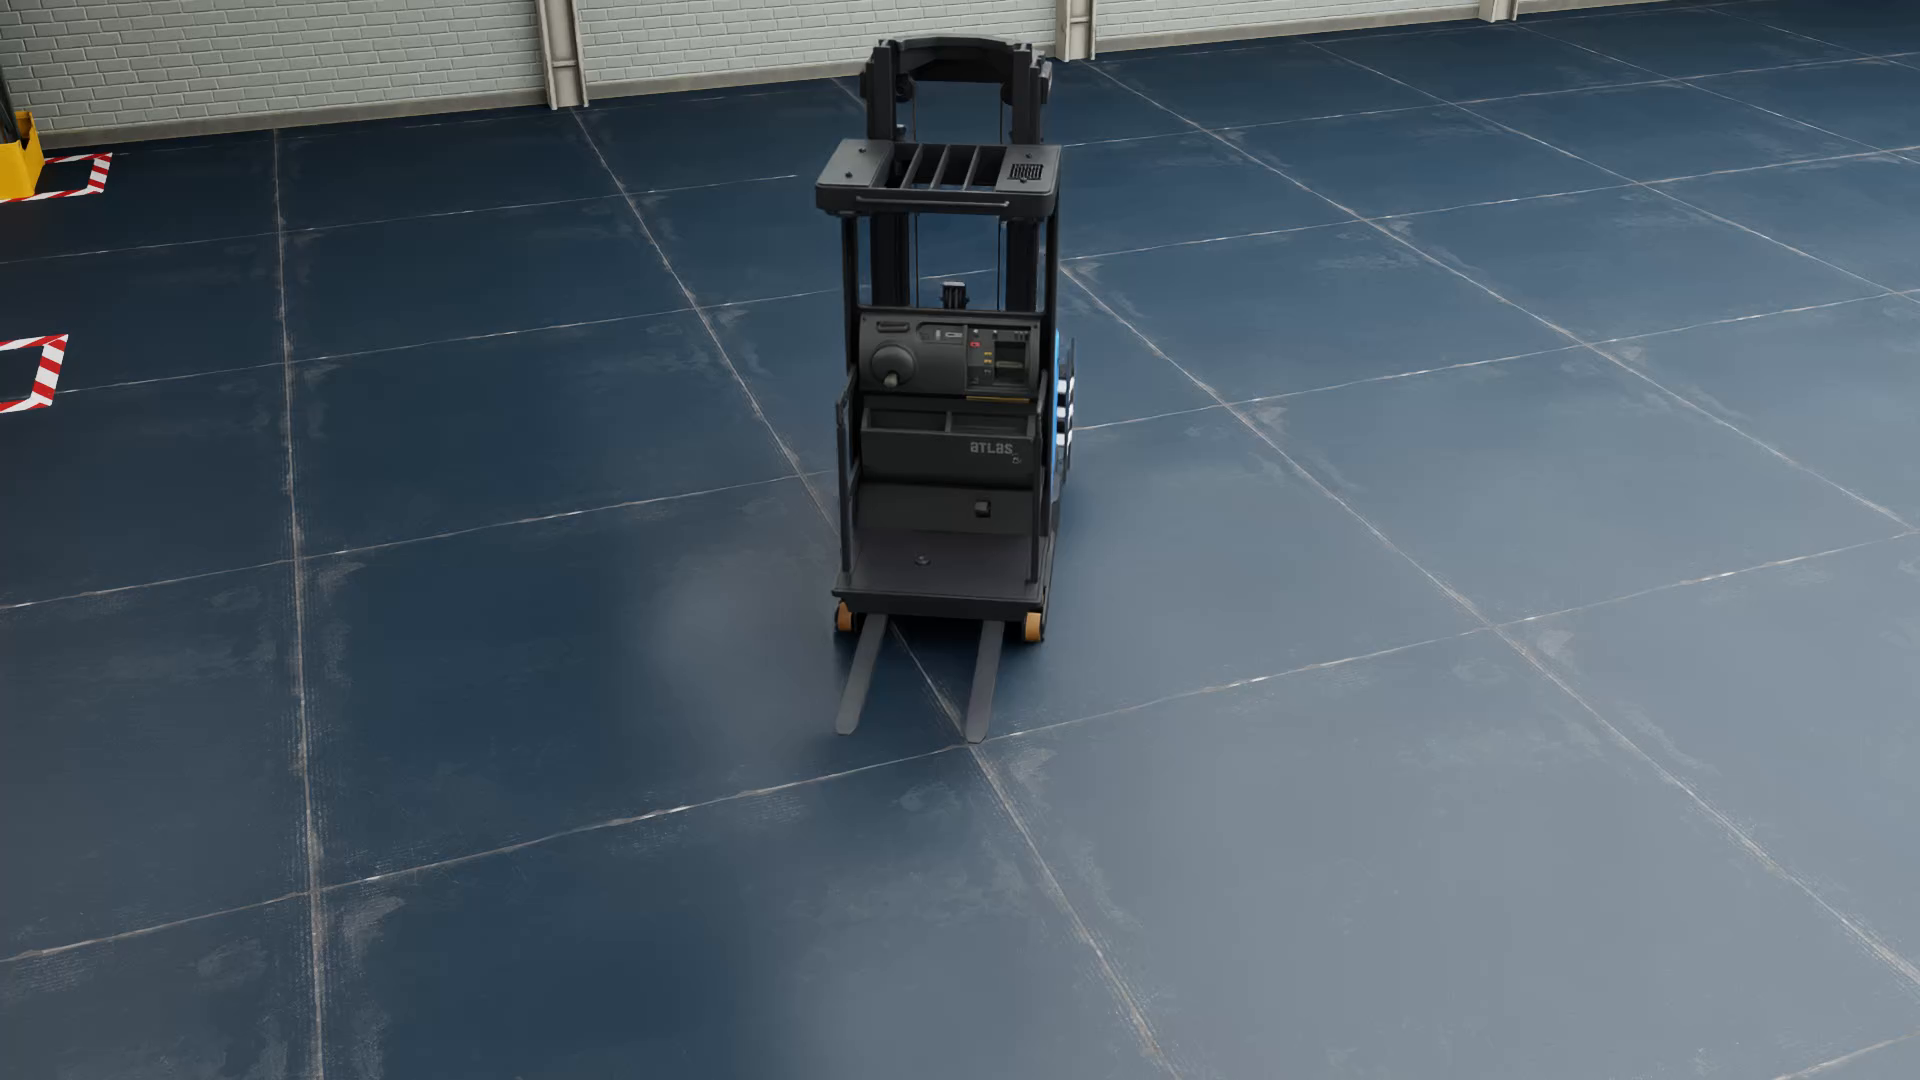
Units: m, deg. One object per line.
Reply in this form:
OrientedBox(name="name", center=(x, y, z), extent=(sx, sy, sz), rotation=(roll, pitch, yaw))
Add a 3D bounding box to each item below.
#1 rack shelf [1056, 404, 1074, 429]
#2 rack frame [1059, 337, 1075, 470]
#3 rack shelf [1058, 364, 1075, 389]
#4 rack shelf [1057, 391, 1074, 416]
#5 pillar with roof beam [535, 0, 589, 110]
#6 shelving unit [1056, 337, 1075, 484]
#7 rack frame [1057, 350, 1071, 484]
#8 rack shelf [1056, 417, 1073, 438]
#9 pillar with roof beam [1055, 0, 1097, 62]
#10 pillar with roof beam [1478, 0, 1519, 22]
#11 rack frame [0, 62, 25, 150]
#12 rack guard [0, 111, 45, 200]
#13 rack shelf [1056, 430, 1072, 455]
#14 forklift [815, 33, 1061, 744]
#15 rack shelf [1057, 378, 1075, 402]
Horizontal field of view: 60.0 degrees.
OrientedBox(name="rack shelf", center=(0.561, -0.771, 10.262), extent=(0.258, 0.077, 0.200), rotation=(5, 30, 9))
OrientedBox(name="rack frame", center=(0.579, -0.850, 10.332), extent=(0.240, 0.900, 0.006), rotation=(5, 30, 9))
OrientedBox(name="rack shelf", center=(0.561, -1.006, 10.128), extent=(0.258, 0.077, 0.200), rotation=(5, 30, 9))
OrientedBox(name="rack shelf", center=(0.561, -0.849, 10.217), extent=(0.258, 0.077, 0.200), rotation=(5, 30, 9))
OrientedBox(name="pillar with roof beam", center=(-2.752, -6.640, 12.314), extent=(0.400, 9.000, 9.100), rotation=(-10, 31, -18))
OrientedBox(name="shelving unit", center=(0.561, -0.800, 10.245), extent=(0.258, 0.900, 0.210), rotation=(5, 30, 9))
OrientedBox(name="rack frame", center=(0.542, -0.751, 10.158), extent=(0.240, 0.900, 0.006), rotation=(5, 30, 9))
OrientedBox(name="rack shelf", center=(0.561, -0.693, 10.306), extent=(0.258, 0.077, 0.200), rotation=(5, 30, 9))
OrientedBox(name="pillar with roof beam", center=(2.872, -7.675, 14.131), extent=(0.400, 9.000, 9.100), rotation=(-10, 31, -18))
OrientedBox(name="pillar with roof beam", center=(8.495, -8.711, 15.949), extent=(0.400, 9.000, 9.100), rotation=(-10, 31, -18))
OrientedBox(name="rack frame", center=(-8.909, -4.697, 14.964), extent=(0.127, 3.000, 1.000), rotation=(-10, 31, -18))
OrientedBox(name="rack guard", center=(-8.887, -3.615, 15.590), extent=(0.348, 0.500, 1.175), rotation=(-10, 31, -18))
OrientedBox(name="rack shelf", center=(0.561, -0.615, 10.351), extent=(0.258, 0.077, 0.200), rotation=(5, 30, 9))
OrientedBox(name="forklift", center=(-0.077, -0.907, 8.382), extent=(1.130, 2.935, 3.031), rotation=(3, 30, 5))
OrientedBox(name="rack shelf", center=(0.561, -0.928, 10.173), extent=(0.258, 0.077, 0.200), rotation=(5, 30, 9))
